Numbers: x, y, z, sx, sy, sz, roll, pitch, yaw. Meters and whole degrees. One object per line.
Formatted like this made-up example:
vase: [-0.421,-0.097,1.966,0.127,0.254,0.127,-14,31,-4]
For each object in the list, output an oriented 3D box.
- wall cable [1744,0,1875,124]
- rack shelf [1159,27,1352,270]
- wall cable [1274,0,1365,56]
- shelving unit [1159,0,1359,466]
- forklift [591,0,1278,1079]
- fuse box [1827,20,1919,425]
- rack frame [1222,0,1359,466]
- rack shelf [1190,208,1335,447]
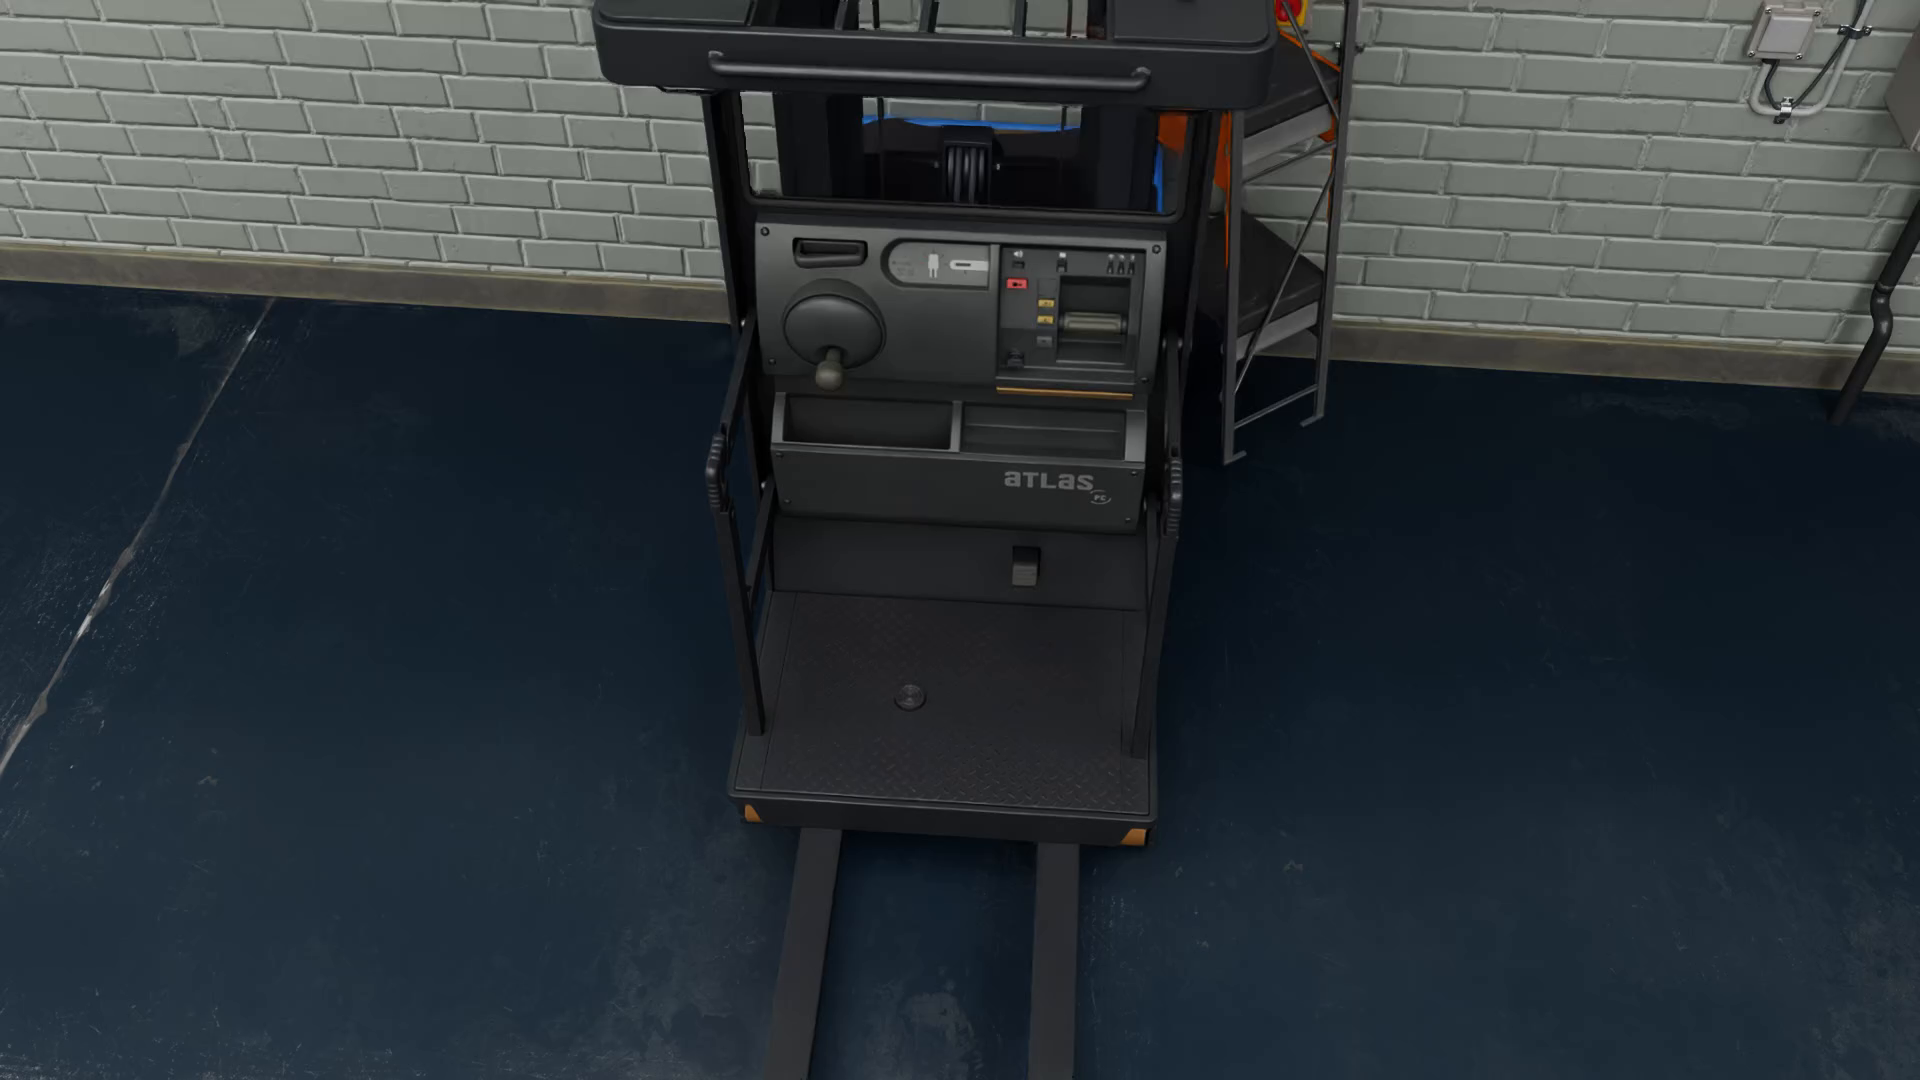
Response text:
wall cable: [2.322,-1.903,4.269,0.588,1.984,0.122,4,48,4]
rack shelf: [0.800,-1.185,4.822,0.431,0.518,0.480,-26,49,-17]
wall cable: [0.909,-2.000,4.337,0.585,1.953,0.123,4,48,4]
shelving unit: [0.799,-1.194,4.812,0.431,2.100,0.503,-26,49,-17]
forklift: [-0.016,-0.428,3.655,1.130,2.935,3.031,3,48,3]
fuse box: [2.988,-0.963,4.971,0.539,1.711,0.414,4,48,4]
rack frame: [0.920,-1.049,4.658,0.400,2.100,0.015,-26,49,-17]
rack shelf: [0.867,-0.702,5.325,0.431,0.518,0.480,-26,49,-17]
